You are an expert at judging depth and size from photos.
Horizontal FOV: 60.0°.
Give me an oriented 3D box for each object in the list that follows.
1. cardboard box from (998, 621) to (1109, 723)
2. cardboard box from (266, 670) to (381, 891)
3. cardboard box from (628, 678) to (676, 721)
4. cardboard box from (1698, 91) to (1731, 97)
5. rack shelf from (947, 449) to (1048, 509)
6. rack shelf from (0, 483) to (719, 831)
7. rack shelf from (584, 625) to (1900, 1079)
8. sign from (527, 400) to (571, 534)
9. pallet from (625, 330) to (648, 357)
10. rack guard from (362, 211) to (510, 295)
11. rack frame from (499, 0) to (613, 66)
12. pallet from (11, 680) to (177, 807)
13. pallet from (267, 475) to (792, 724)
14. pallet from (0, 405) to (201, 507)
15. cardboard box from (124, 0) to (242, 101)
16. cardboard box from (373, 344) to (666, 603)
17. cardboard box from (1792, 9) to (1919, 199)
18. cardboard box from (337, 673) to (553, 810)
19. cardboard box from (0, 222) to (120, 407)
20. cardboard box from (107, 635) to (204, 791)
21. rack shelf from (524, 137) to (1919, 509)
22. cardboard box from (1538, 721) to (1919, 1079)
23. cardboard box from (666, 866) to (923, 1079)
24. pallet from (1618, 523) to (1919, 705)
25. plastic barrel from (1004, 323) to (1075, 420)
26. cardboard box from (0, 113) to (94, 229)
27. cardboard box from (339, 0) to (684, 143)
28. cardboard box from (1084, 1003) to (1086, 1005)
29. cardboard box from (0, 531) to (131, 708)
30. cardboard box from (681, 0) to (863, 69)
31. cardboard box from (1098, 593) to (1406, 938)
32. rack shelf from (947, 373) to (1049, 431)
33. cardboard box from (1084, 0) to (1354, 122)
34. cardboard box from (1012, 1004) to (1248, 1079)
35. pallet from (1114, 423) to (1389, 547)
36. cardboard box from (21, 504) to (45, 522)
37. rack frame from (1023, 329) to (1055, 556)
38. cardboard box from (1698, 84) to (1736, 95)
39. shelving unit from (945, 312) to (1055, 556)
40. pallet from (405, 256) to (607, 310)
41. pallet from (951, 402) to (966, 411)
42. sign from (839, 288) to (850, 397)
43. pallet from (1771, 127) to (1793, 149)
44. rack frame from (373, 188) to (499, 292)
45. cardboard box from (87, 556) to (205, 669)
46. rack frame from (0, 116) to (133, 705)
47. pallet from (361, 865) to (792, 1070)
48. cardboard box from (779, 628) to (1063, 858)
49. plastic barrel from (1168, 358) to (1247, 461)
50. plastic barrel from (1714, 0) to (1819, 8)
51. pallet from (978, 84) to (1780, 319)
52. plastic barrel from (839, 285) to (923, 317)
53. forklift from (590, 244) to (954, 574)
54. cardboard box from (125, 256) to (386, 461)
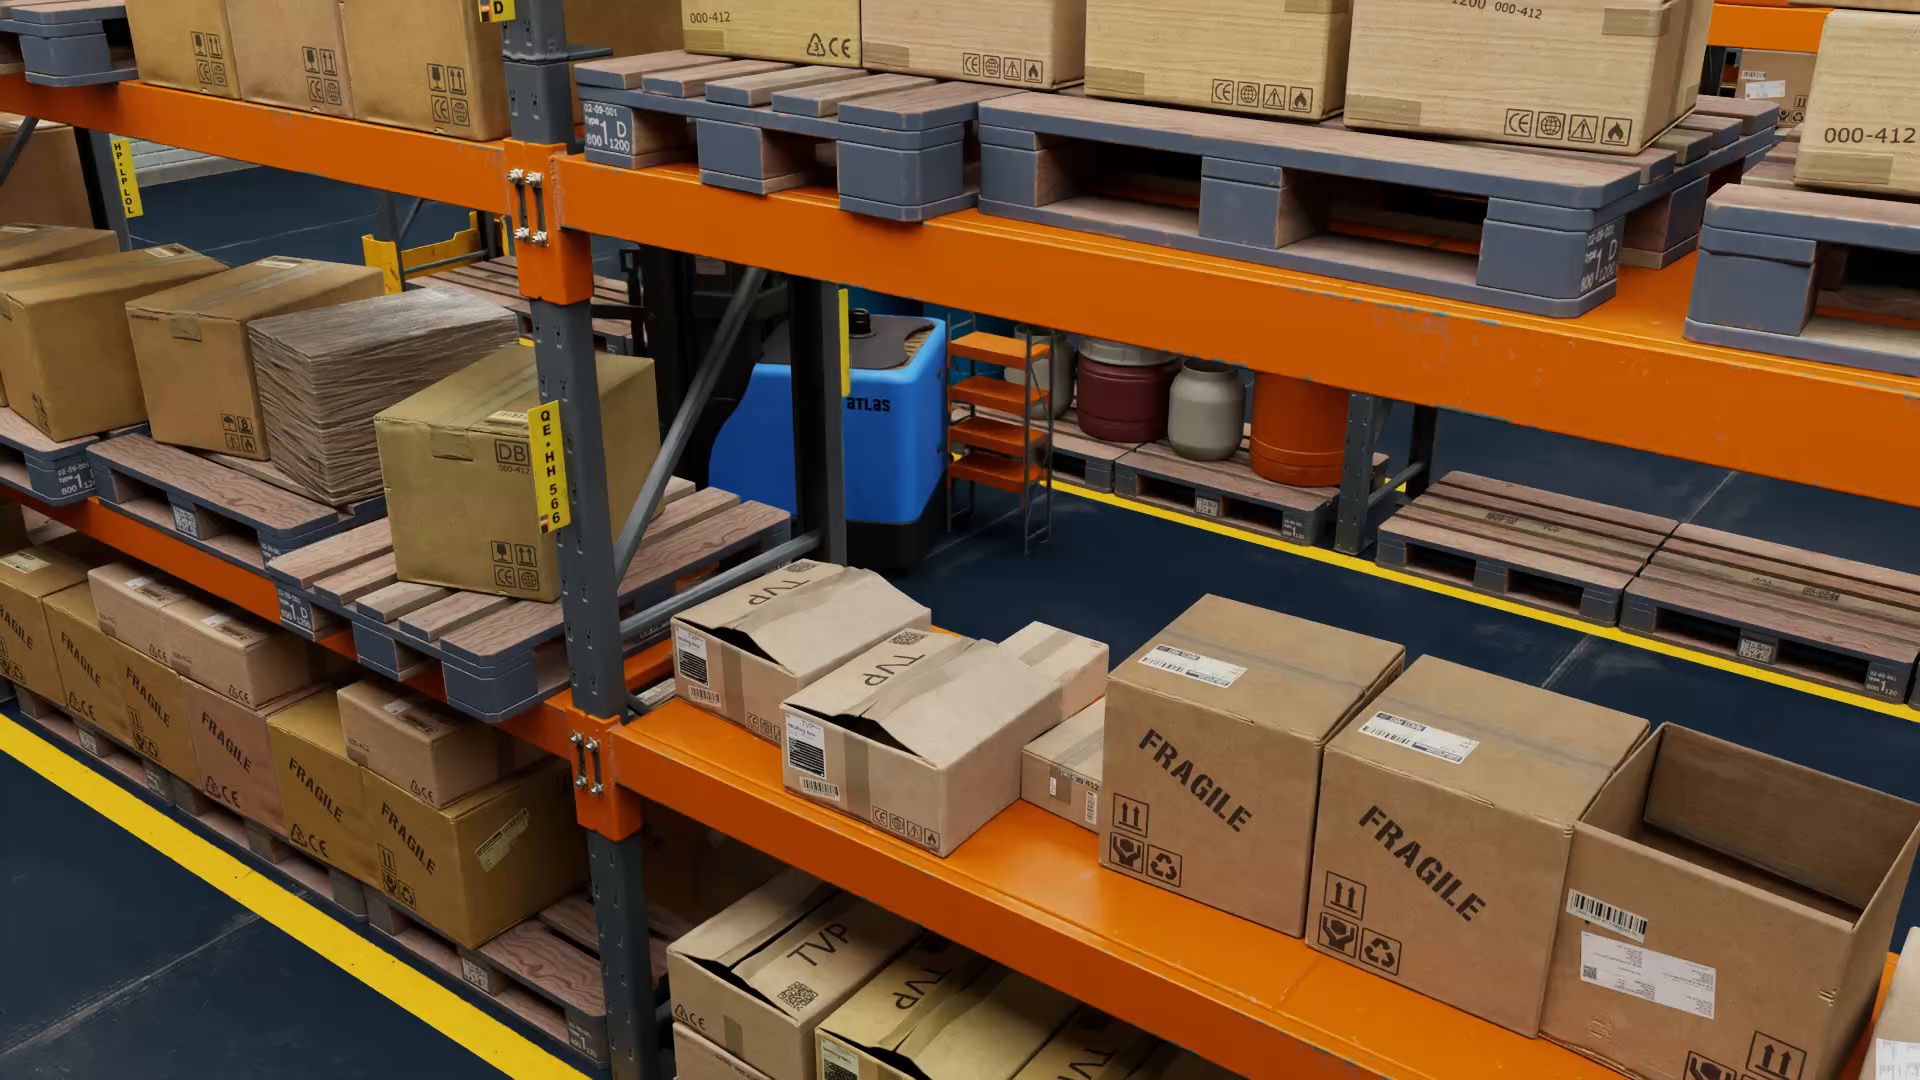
[{"bbox_3d":[0.194,0.382,4.475,0.250,0.149,0.380,17,29,33],"label":"cardboard box"},{"bbox_3d":[-1.994,0.805,5.757,0.500,0.500,0.500,16,28,31],"label":"cardboard box"},{"bbox_3d":[-1.306,0.754,5.873,0.500,0.500,0.500,16,28,31],"label":"cardboard box"},{"bbox_3d":[7.194,-4.224,16.265,0.500,0.250,0.500,17,29,34],"label":"cardboard box"},{"bbox_3d":[0.201,-0.323,8.655,0.480,0.148,0.258,16,28,32],"label":"rack shelf"},{"bbox_3d":[-2.291,-0.016,5.959,4.000,0.370,1.077,17,29,33],"label":"rack shelf"},{"bbox_3d":[0.909,0.951,3.763,4.000,0.370,1.077,17,29,33],"label":"rack shelf"},{"bbox_3d":[-1.009,-0.178,4.096,0.005,0.325,0.100,17,29,33],"label":"sign"},{"bbox_3d":[-1.530,-1.315,11.474,1.213,0.211,1.003,17,29,33],"label":"pallet"},{"bbox_3d":[-4.146,-2.251,13.239,0.348,0.500,1.175,17,29,33],"label":"rack guard"},{"bbox_3d":[-0.691,-2.607,3.506,0.127,3.000,1.000,17,29,33],"label":"rack frame"},{"bbox_3d":[-3.218,0.632,7.055,1.213,0.211,1.003,17,29,33],"label":"pallet"},{"bbox_3d":[-1.275,0.085,5.075,1.003,0.211,1.213,17,29,33],"label":"pallet"},{"bbox_3d":[-3.318,-0.513,6.431,1.213,0.211,1.003,17,29,33],"label":"pallet"},{"bbox_3d":[-1.884,-1.624,4.871,0.500,0.500,0.910,17,29,33],"label":"cardboard box"},{"bbox_3d":[-1.262,-0.216,4.874,0.500,0.500,0.700,7,25,16],"label":"cardboard box"},{"bbox_3d":[1.581,-0.675,2.506,0.500,0.250,0.500,14,27,28],"label":"cardboard box"},{"bbox_3d":[-1.628,0.575,5.349,0.500,0.250,0.500,18,30,35],"label":"cardboard box"},{"bbox_3d":[-3.647,-0.880,6.382,0.500,0.500,0.700,7,25,16],"label":"cardboard box"},{"bbox_3d":[-2.822,0.558,6.318,0.500,0.500,0.500,17,29,34],"label":"cardboard box"},{"bbox_3d":[0.909,-0.421,3.158,4.000,0.370,1.077,17,29,33],"label":"rack shelf"},{"bbox_3d":[1.484,0.741,3.223,0.500,0.500,0.500,19,30,37],"label":"cardboard box"},{"bbox_3d":[-0.448,1.169,4.570,0.500,0.311,0.500,18,29,35],"label":"cardboard box"},{"bbox_3d":[3.851,0.312,7.780,1.213,0.211,1.003,17,29,33],"label":"pallet"},{"bbox_3d":[0.472,-1.006,9.878,0.421,0.512,0.421,0,24,0],"label":"plastic barrel"},{"bbox_3d":[-4.100,-1.537,7.154,0.500,0.500,0.500,18,29,35],"label":"cardboard box"},{"bbox_3d":[-1.060,-1.375,4.306,0.500,0.500,0.910,17,29,33],"label":"cardboard box"},{"bbox_3d":[0.296,1.119,4.685,0.500,0.311,0.500,16,29,33],"label":"cardboard box"},{"bbox_3d":[-3.651,0.309,6.882,0.500,0.500,0.500,15,28,31],"label":"cardboard box"},{"bbox_3d":[-0.294,-1.266,3.849,0.500,0.250,0.500,14,28,29],"label":"cardboard box"},{"bbox_3d":[0.662,0.493,3.787,0.500,0.500,0.500,15,28,31],"label":"cardboard box"},{"bbox_3d":[0.201,-0.710,8.484,0.480,0.148,0.258,16,28,32],"label":"rack shelf"},{"bbox_3d":[0.587,-1.003,3.252,0.500,0.250,0.500,16,28,32],"label":"cardboard box"},{"bbox_3d":[0.384,1.418,4.006,0.500,0.311,0.500,16,28,32],"label":"cardboard box"},{"bbox_3d":[1.627,-0.360,9.305,1.213,0.211,1.003,17,29,33],"label":"pallet"},{"bbox_3d":[-4.796,-0.111,8.250,0.250,0.166,0.380,17,29,33],"label":"cardboard box"},{"bbox_3d":[0.400,-0.509,8.418,0.015,1.200,0.240,16,28,32],"label":"rack frame"},{"bbox_3d":[7.497,-4.392,16.646,0.500,0.250,0.500,16,29,33],"label":"cardboard box"},{"bbox_3d":[0.201,-0.566,8.548,0.503,1.200,0.258,16,28,32],"label":"shelving unit"},{"bbox_3d":[-3.482,-1.905,12.813,1.213,0.211,1.003,17,29,33],"label":"pallet"},{"bbox_3d":[-0.326,-0.950,10.644,1.213,0.211,1.003,17,29,33],"label":"pallet"},{"bbox_3d":[-0.361,-0.571,4.891,0.005,0.325,0.100,17,29,33],"label":"sign"},{"bbox_3d":[5.887,-2.831,11.693,1.003,0.211,1.213,17,29,33],"label":"pallet"},{"bbox_3d":[-4.119,-3.393,12.732,0.127,3.000,1.000,17,29,33],"label":"rack frame"},{"bbox_3d":[-2.851,0.208,6.182,0.500,0.250,0.500,17,29,33],"label":"cardboard box"},{"bbox_3d":[-3.892,-0.829,6.911,0.127,3.000,1.000,17,29,33],"label":"rack frame"},{"bbox_3d":[-1.266,1.222,5.715,1.213,0.211,1.003,17,29,33],"label":"pallet"},{"bbox_3d":[-0.091,0.458,4.101,0.500,0.311,0.500,16,29,33],"label":"cardboard box"},{"bbox_3d":[1.376,-0.733,9.258,0.421,0.512,0.421,0,24,0],"label":"plastic barrel"},{"bbox_3d":[3.333,-2.601,6.681,0.708,0.830,0.600,17,29,33],"label":"plastic barrel"},{"bbox_3d":[0.802,-0.743,3.230,1.213,0.211,1.003,18,30,36],"label":"pallet"},{"bbox_3d":[-0.493,-1.521,10.564,0.708,0.901,0.600,17,29,33],"label":"plastic barrel"},{"bbox_3d":[-1.601,-1.447,8.400,3.031,2.935,1.130,4,24,10],"label":"forklift"},{"bbox_3d":[-2.441,-0.660,5.882,0.500,0.500,0.700,9,25,20],"label":"cardboard box"}]
